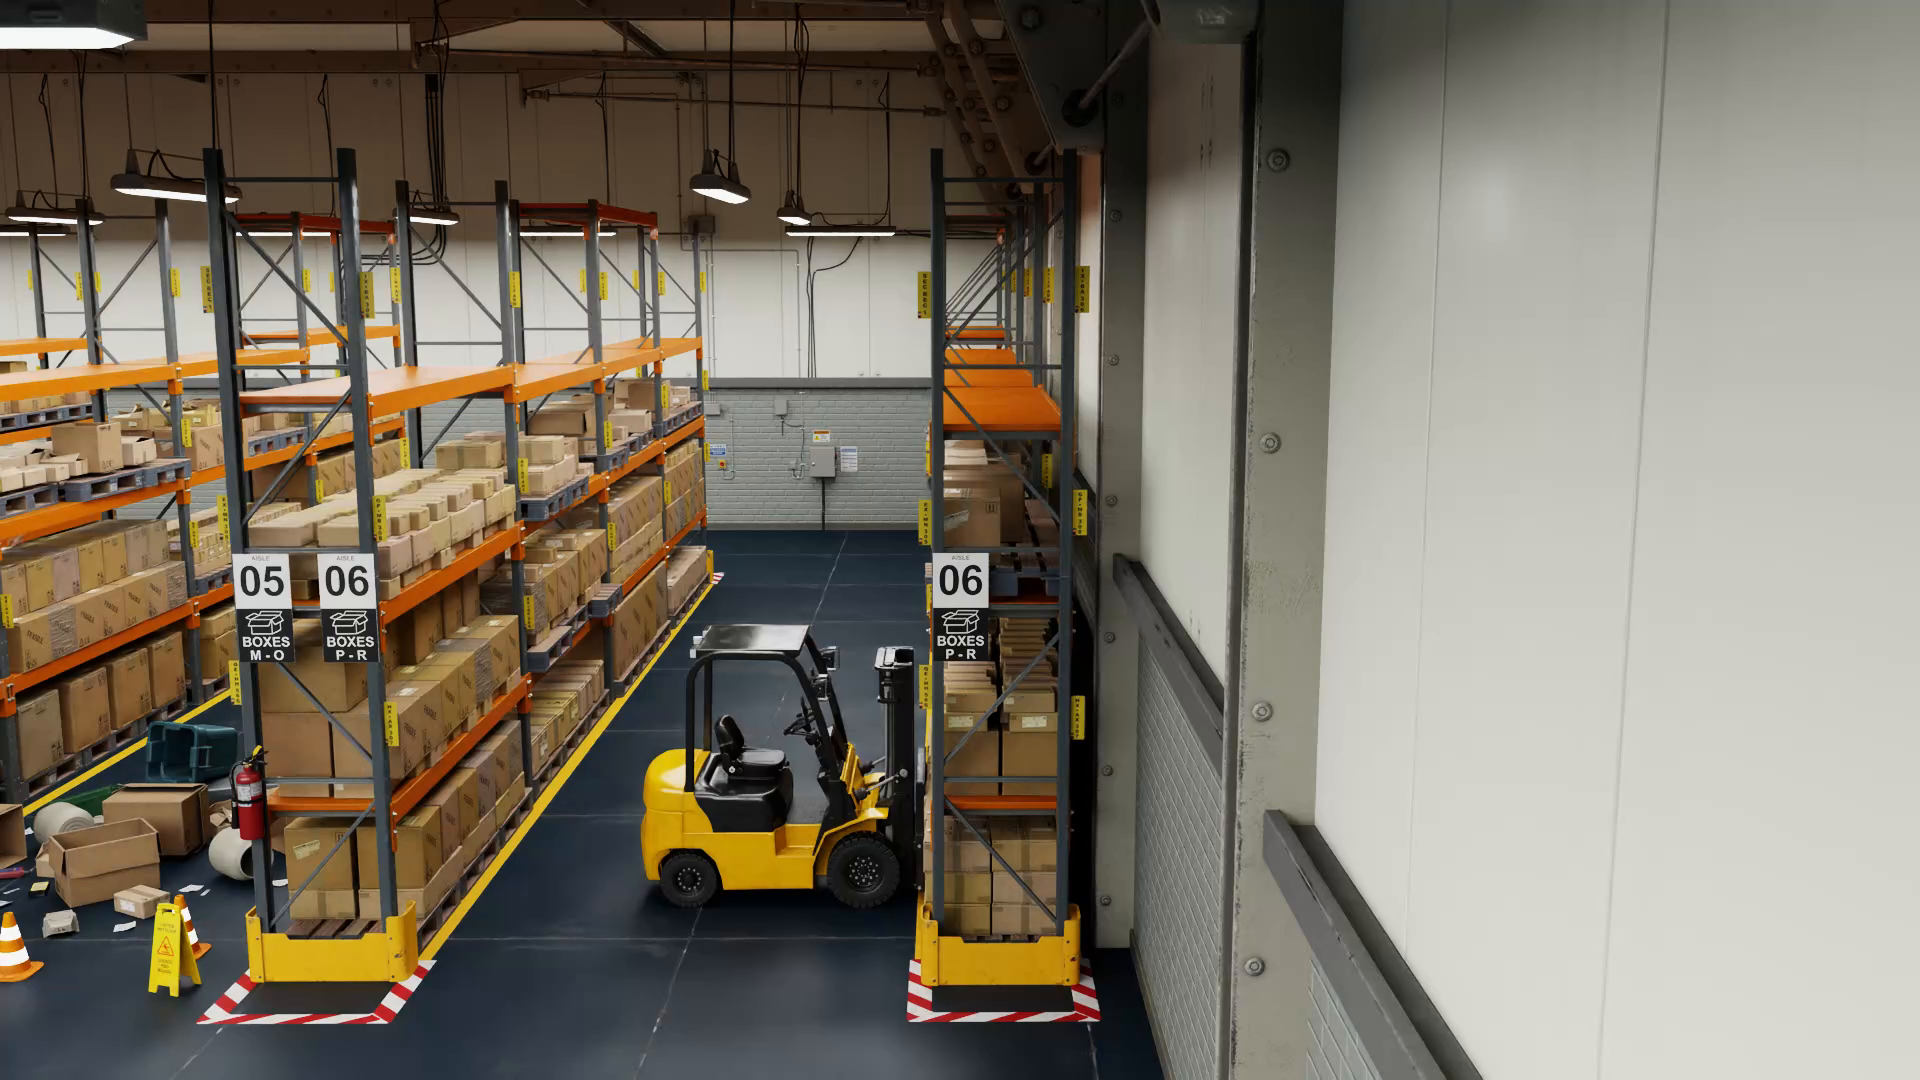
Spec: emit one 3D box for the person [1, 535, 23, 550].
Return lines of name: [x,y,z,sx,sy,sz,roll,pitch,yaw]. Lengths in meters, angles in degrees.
person: [-12.738,0.721,22.563,0.690,1.762,0.867,-2,9,-9]
